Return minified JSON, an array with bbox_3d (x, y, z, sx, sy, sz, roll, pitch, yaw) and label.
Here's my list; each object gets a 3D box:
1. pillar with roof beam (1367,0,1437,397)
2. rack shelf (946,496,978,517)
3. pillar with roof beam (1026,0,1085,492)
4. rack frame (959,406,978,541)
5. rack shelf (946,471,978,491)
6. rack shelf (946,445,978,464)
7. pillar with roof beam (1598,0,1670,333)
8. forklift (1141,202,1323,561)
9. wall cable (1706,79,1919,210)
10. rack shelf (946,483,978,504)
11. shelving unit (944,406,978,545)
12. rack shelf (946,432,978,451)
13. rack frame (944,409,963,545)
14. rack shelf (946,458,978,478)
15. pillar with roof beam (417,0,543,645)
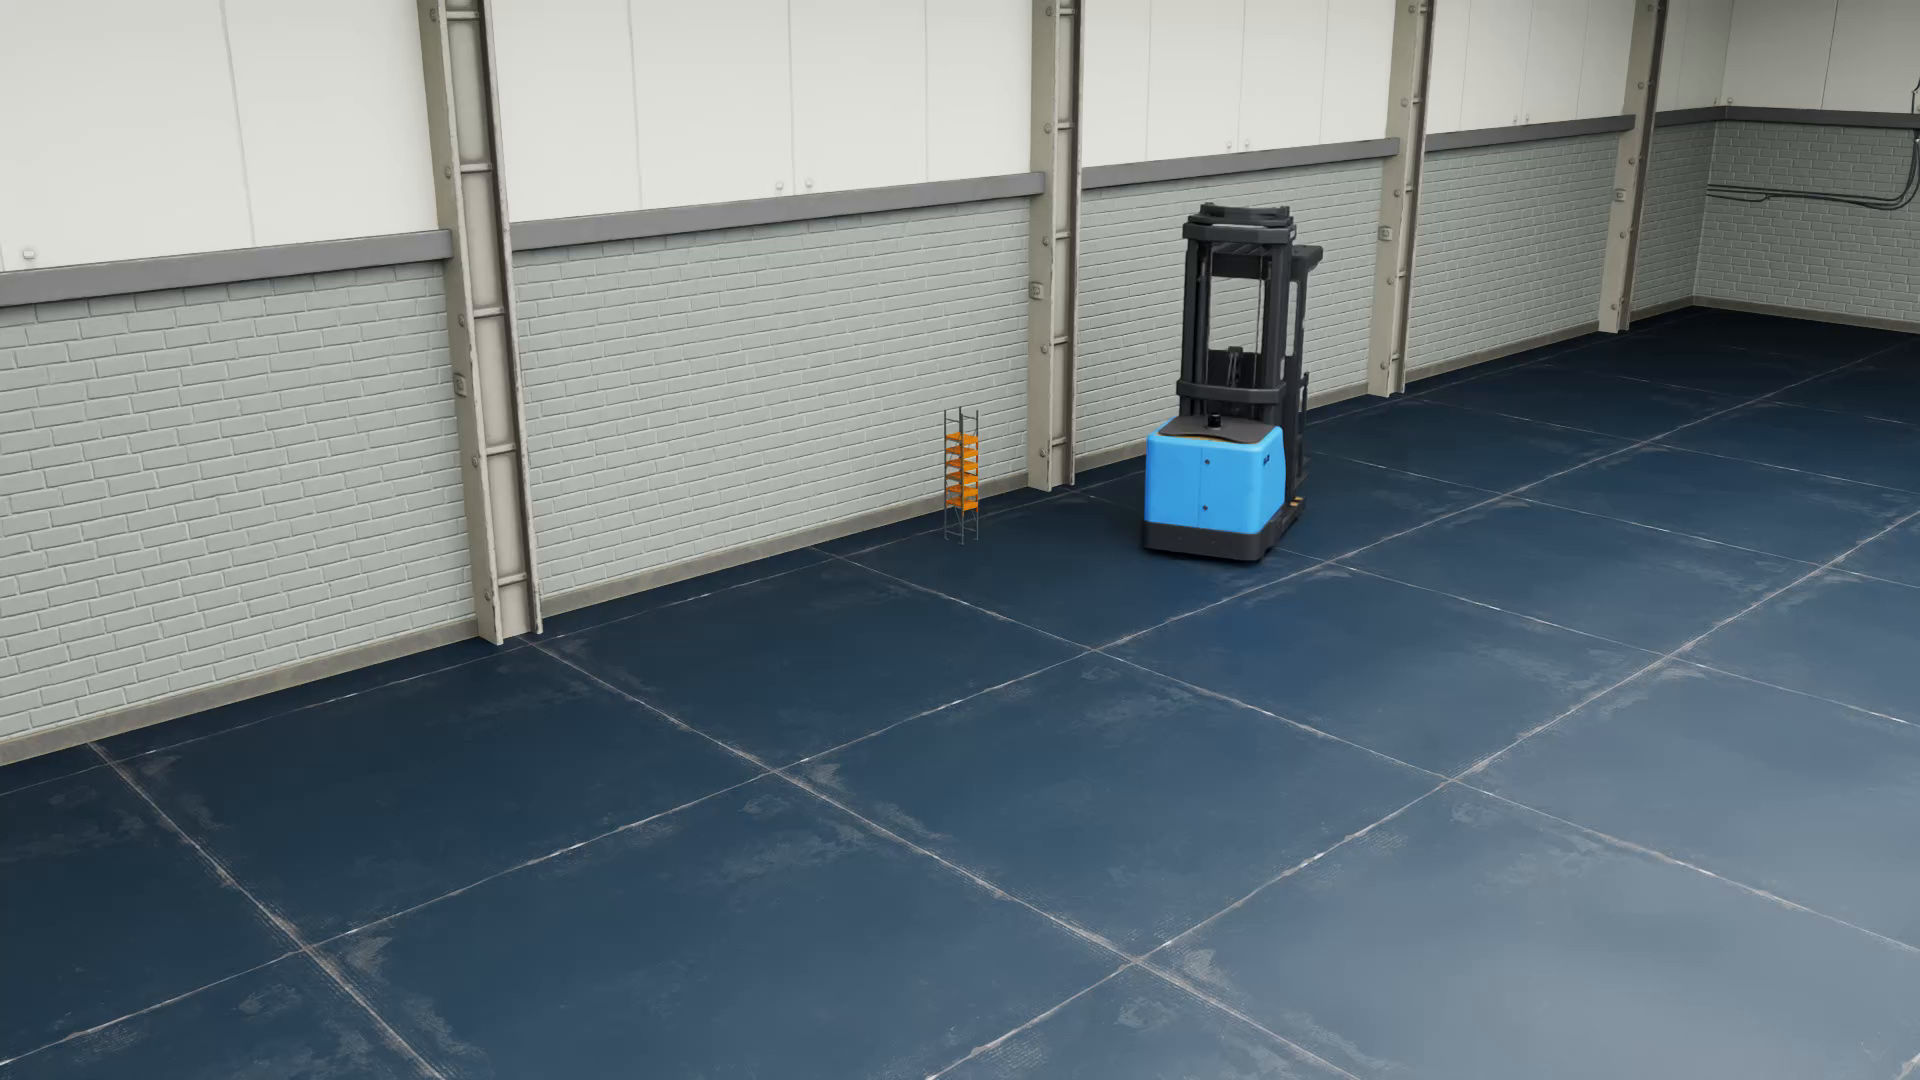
[{"bbox_3d":[8.224,-5.141,16.251,0.400,9.000,9.100,-16,24,-41],"label":"pillar with roof beam"},{"bbox_3d":[0.011,-0.303,14.897,0.180,0.103,0.258,-16,24,-41],"label":"rack shelf"},{"bbox_3d":[3.864,-3.870,12.330,0.400,9.000,9.100,-16,24,-41],"label":"pillar with roof beam"},{"bbox_3d":[0.077,-0.593,14.869,0.006,1.200,0.240,-16,24,-41],"label":"rack frame"},{"bbox_3d":[0.011,-0.532,14.823,0.180,0.103,0.258,-16,24,-41],"label":"rack shelf"},{"bbox_3d":[0.011,-0.760,14.749,0.180,0.103,0.258,-16,24,-41],"label":"rack shelf"},{"bbox_3d":[12.584,-6.413,20.172,0.400,9.000,9.100,-16,24,-41],"label":"pillar with roof beam"},{"bbox_3d":[2.637,-1.629,15.256,1.130,2.935,3.031,8,19,22],"label":"forklift"},{"bbox_3d":[12.675,-6.228,24.638,0.112,2.526,3.097,-16,24,-41],"label":"wall cable"},{"bbox_3d":[0.011,-0.417,14.860,0.180,0.103,0.258,-16,24,-41],"label":"rack shelf"},{"bbox_3d":[0.011,-0.574,14.809,0.189,1.200,0.258,-16,24,-41],"label":"shelving unit"},{"bbox_3d":[0.011,-0.874,14.712,0.180,0.103,0.258,-16,24,-41],"label":"rack shelf"},{"bbox_3d":[-0.056,-0.554,14.749,0.006,1.200,0.240,-16,24,-41],"label":"rack frame"},{"bbox_3d":[0.011,-0.646,14.786,0.180,0.103,0.258,-16,24,-41],"label":"rack shelf"},{"bbox_3d":[-0.495,-2.598,8.408,0.400,9.000,9.100,-16,24,-41],"label":"pillar with roof beam"}]
